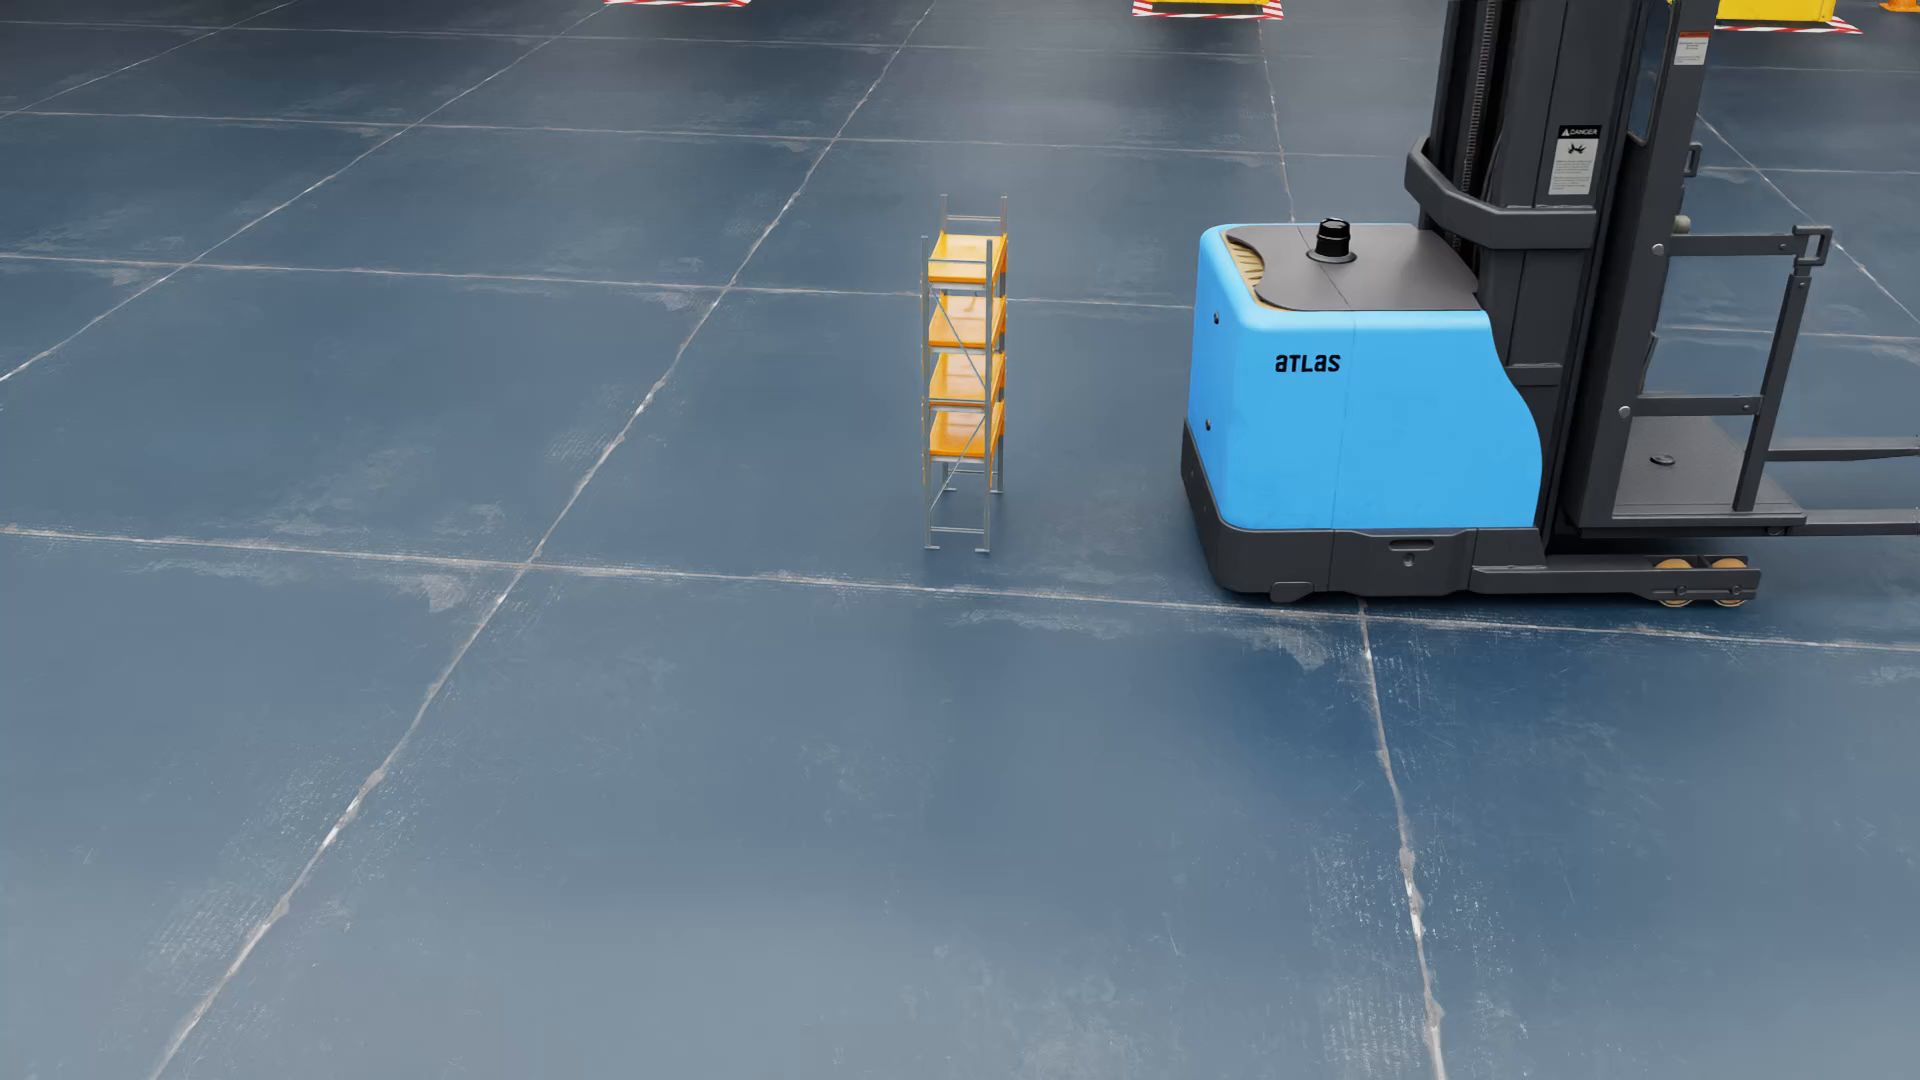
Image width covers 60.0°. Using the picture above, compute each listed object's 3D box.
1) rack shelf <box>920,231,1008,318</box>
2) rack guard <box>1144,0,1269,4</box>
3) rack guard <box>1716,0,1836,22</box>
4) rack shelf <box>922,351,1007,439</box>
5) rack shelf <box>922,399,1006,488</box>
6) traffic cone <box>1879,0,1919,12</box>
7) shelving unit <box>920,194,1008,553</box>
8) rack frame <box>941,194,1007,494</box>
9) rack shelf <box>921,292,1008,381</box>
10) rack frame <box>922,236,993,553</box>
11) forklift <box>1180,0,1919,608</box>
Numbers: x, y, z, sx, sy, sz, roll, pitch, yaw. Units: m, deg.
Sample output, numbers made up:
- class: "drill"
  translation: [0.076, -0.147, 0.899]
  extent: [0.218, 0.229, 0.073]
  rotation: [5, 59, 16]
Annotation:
- class: "rack shelf"
  translation: [0.020, -0.952, 5.924]
  extent: [0.258, 0.148, 0.480]
  rotation: [3, 28, 6]
- class: "rack guard"
  translation: [2.330, -5.338, 15.631]
  extent: [1.175, 0.500, 0.348]
  rotation: [3, 28, 6]
- class: "rack guard"
  translation: [7.228, -4.955, 14.920]
  extent: [1.175, 0.500, 0.348]
  rotation: [3, 28, 6]
- class: "rack shelf"
  translation: [0.020, -0.547, 6.142]
  extent: [0.258, 0.148, 0.480]
  rotation: [3, 28, 6]
- class: "rack shelf"
  translation: [0.020, -0.372, 6.236]
  extent: [0.258, 0.148, 0.480]
  rotation: [3, 28, 6]
- class: "traffic cone"
  translation: [8.705, -5.117, 15.261]
  extent: [0.336, 0.463, 0.334]
  rotation: [3, 28, 6]
- class: "shelving unit"
  translation: [0.020, -0.606, 6.110]
  extent: [0.258, 1.200, 0.503]
  rotation: [3, 28, 6]
- class: "rack frame"
  translation: [0.050, -0.721, 6.323]
  extent: [0.240, 1.200, 0.015]
  rotation: [3, 28, 6]
- class: "rack shelf"
  translation: [0.020, -0.744, 6.036]
  extent: [0.258, 0.148, 0.480]
  rotation: [3, 28, 6]
- class: "rack frame"
  translation: [-0.010, -0.491, 5.897]
  extent: [0.240, 1.200, 0.015]
  rotation: [3, 28, 6]
- class: "forklift"
  translation: [2.397, -1.307, 5.586]
  extent: [3.031, 2.935, 1.130]
  rotation: [-1, 28, -1]
